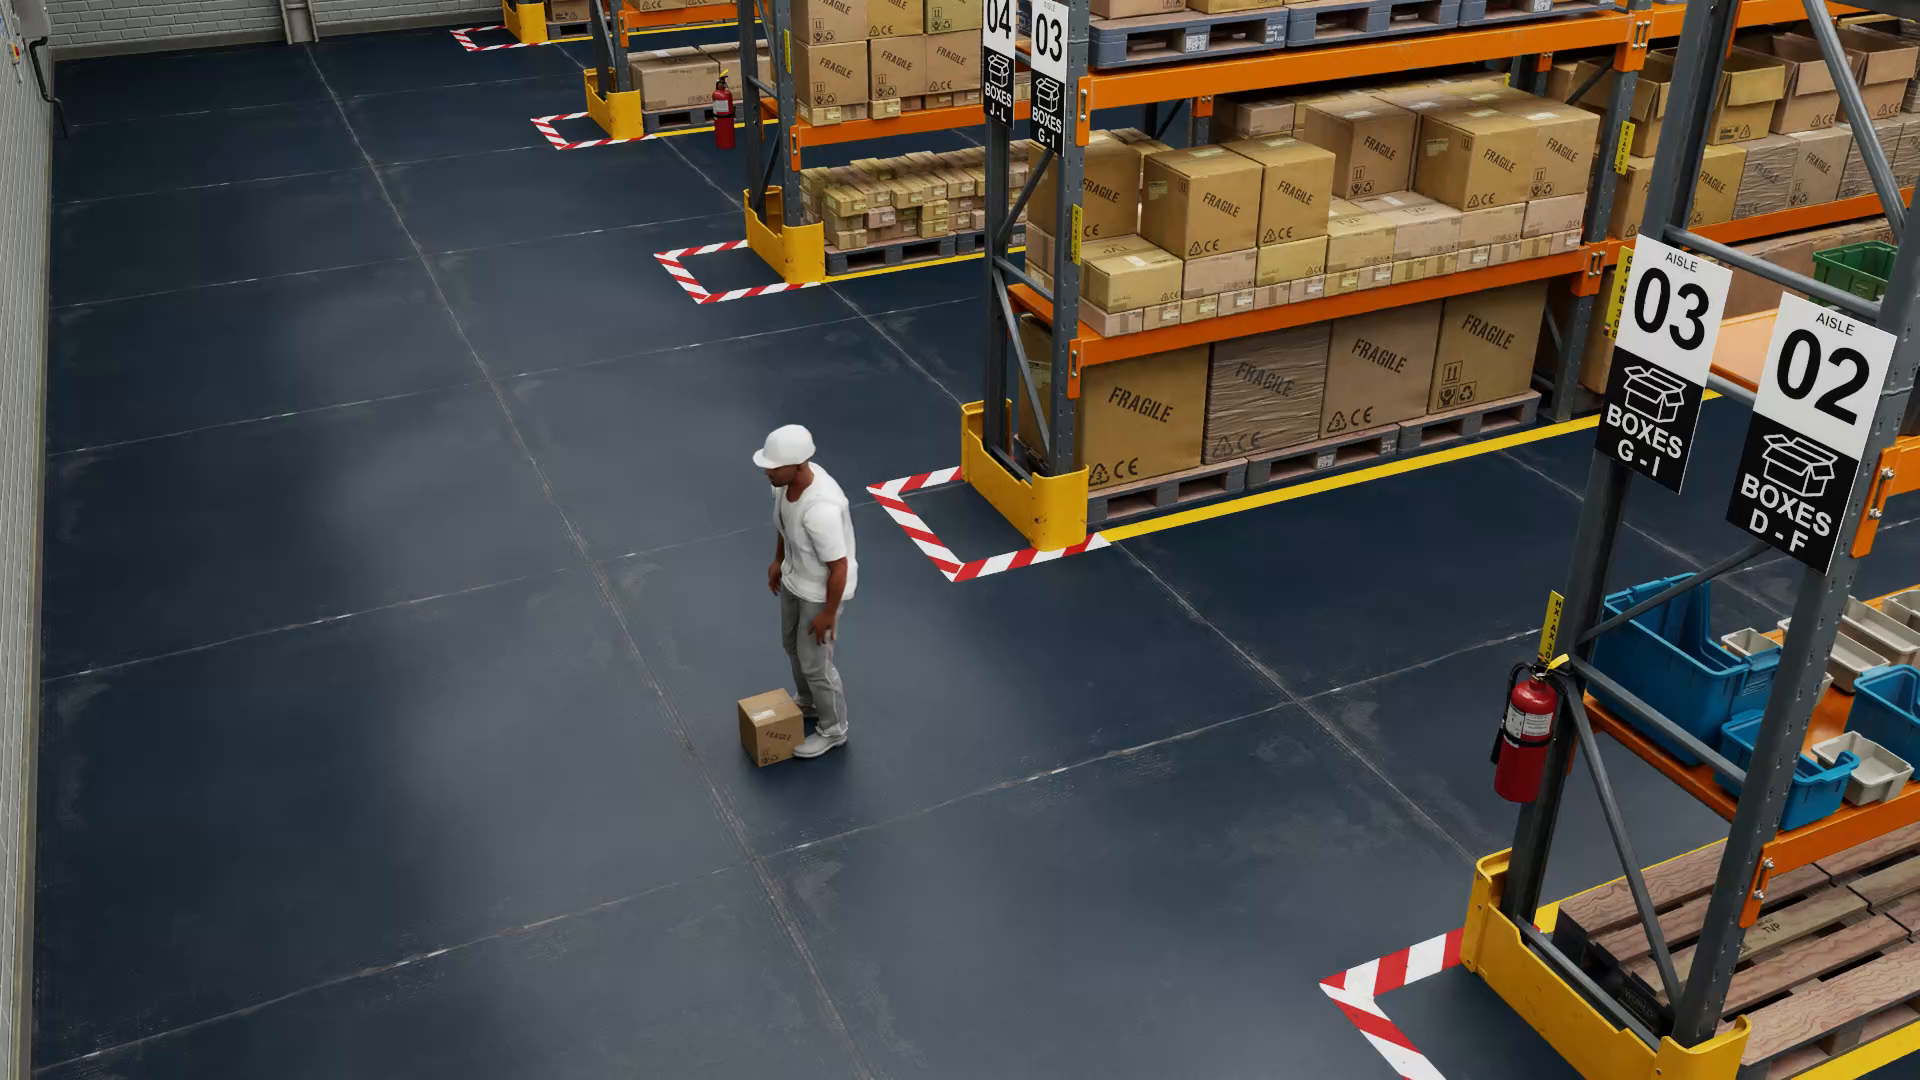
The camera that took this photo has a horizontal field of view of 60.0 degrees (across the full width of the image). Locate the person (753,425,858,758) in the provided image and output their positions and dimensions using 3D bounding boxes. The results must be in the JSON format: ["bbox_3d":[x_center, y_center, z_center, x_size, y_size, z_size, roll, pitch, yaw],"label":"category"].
[{"bbox_3d":[-0.741,0.229,8.025,0.456,1.761,0.637,-14,32,-24],"label":"person"}]
